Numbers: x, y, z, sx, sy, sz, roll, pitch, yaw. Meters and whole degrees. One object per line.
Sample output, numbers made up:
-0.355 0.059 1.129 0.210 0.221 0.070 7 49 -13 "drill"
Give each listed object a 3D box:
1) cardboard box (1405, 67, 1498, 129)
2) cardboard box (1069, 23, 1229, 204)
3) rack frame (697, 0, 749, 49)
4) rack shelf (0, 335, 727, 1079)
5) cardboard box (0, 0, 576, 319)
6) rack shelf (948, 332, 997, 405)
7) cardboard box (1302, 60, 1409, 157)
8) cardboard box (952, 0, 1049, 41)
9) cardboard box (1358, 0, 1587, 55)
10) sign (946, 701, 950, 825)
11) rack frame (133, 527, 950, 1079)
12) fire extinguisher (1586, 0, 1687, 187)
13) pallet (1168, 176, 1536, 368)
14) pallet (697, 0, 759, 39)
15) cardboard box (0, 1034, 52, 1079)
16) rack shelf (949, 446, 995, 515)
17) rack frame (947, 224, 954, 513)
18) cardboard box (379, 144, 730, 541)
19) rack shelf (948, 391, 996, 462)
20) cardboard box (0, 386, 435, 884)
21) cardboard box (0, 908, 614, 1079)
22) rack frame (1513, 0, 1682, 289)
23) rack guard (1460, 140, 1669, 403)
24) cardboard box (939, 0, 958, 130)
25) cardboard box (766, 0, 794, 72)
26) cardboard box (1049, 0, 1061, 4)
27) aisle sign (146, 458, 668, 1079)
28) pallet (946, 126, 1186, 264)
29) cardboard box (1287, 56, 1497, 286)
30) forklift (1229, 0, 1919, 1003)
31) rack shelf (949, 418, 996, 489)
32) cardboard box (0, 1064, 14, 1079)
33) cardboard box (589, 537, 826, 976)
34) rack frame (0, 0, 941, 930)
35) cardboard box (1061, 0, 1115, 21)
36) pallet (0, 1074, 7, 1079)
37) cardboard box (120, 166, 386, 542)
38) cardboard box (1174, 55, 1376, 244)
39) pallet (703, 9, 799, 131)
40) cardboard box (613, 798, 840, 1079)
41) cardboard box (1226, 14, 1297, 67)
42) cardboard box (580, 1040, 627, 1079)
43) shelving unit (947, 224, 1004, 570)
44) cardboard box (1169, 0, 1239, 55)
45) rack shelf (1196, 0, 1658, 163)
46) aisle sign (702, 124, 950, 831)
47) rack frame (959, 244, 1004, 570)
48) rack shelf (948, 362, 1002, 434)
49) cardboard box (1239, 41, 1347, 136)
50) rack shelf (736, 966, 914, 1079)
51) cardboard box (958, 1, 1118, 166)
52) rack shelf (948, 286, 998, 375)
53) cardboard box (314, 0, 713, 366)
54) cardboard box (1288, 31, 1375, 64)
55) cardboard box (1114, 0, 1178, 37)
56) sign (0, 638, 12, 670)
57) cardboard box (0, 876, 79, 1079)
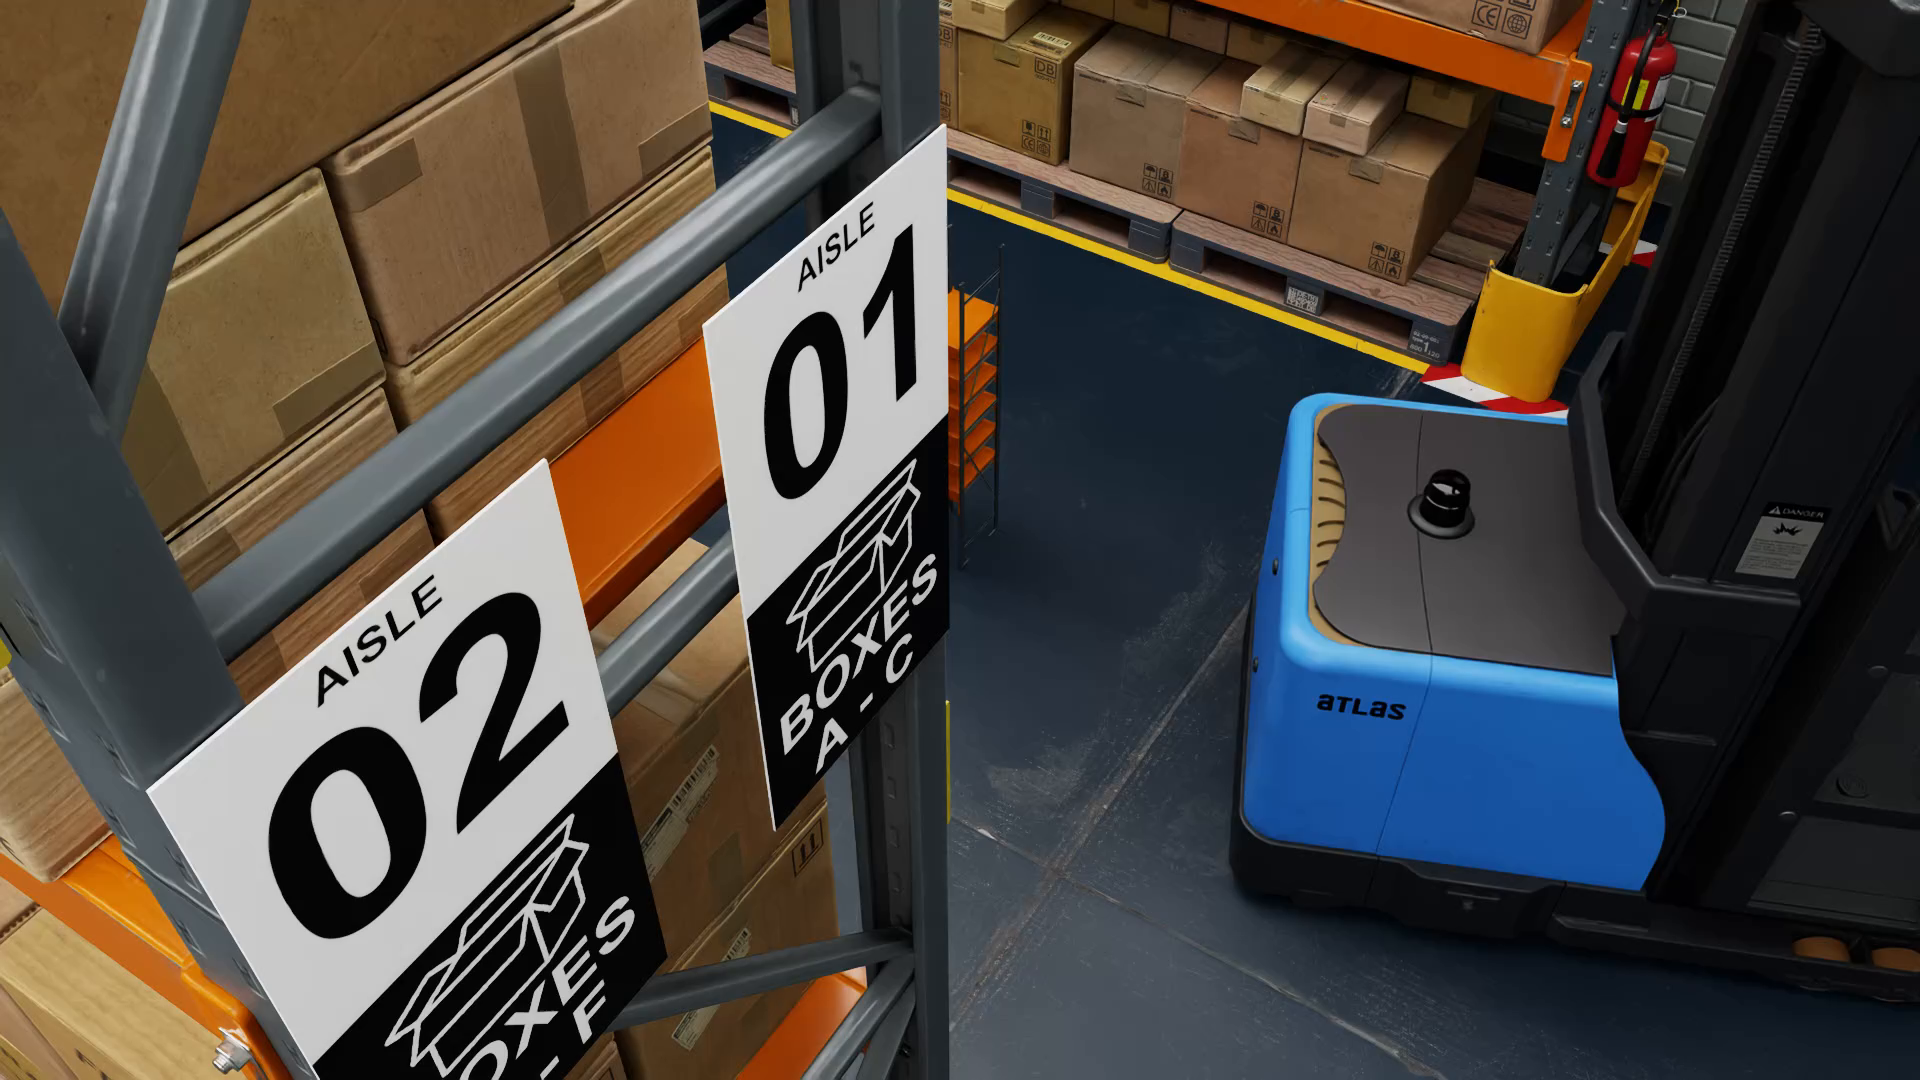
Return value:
1.903 -1.755 6.361 0.250 0.149 0.380 25 51 22 "cardboard box"
0.845 -1.844 6.901 0.500 0.500 0.700 23 50 21 "cardboard box"
-1.034 -3.519 7.078 0.127 3.000 1.000 25 51 22 "rack frame"
-2.021 -0.547 2.600 4.000 0.370 1.077 25 51 22 "rack shelf"
-0.779 -0.596 1.379 0.500 0.500 0.700 25 51 22 "cardboard box"
-0.012 -0.560 5.185 0.180 0.103 0.258 25 51 22 "rack shelf"
1.484 -1.622 6.232 0.250 0.149 0.380 24 51 22 "cardboard box"
0.170 -2.224 6.818 0.250 0.149 0.380 23 50 21 "cardboard box"
1.899 -2.266 5.651 0.700 0.700 0.980 27 52 24 "cardboard box"
-0.045 0.392 2.674 0.005 0.325 0.100 25 51 22 "sign"
-0.338 1.022 2.666 0.127 3.000 1.000 25 51 22 "rack frame"
2.211 -1.476 5.407 0.183 0.674 0.296 25 51 22 "fire extinguisher"
1.618 -1.261 6.828 1.213 0.211 1.003 25 51 22 "pallet"
-1.724 -2.800 8.324 1.213 0.211 1.003 25 51 22 "pallet"
-1.300 0.779 2.832 0.500 0.500 0.500 25 51 22 "cardboard box"
-0.012 -0.226 5.529 0.180 0.103 0.258 25 51 22 "rack shelf"
-0.089 -0.459 5.360 0.006 1.200 0.240 25 51 22 "rack frame"
-0.633 -0.324 1.986 0.500 0.250 0.500 25 51 22 "cardboard box"
-0.012 -0.393 5.357 0.180 0.103 0.258 25 51 22 "rack shelf"
-0.913 -0.011 1.682 0.500 0.250 0.500 25 51 22 "cardboard box"
-0.861 0.632 2.277 0.500 0.500 0.500 24 51 22 "cardboard box"
2.333 -1.970 5.573 0.127 3.000 1.000 25 51 22 "rack frame"
2.353 -1.090 6.460 0.348 0.500 1.175 25 51 22 "rack guard"
-0.039 -2.246 7.291 0.500 0.500 0.700 24 51 22 "cardboard box"
-0.460 -2.443 7.482 0.500 0.500 0.700 25 51 23 "cardboard box"
0.404 -2.442 7.029 0.250 0.149 0.380 25 51 22 "cardboard box"
-0.446 0.327 1.528 0.004 0.787 0.394 25 51 22 "aisle sign"
0.595 -1.734 7.288 1.213 0.211 1.003 25 51 22 "pallet"
1.690 -1.456 6.524 0.500 0.500 0.700 25 51 22 "cardboard box"
2.335 -0.179 3.880 3.031 2.935 1.130 7 46 7 "forklift"
-0.012 -0.309 5.443 0.180 0.103 0.258 25 51 22 "rack shelf"
-1.718 0.582 3.023 0.500 0.500 0.500 25 51 22 "cardboard box"
-0.569 0.307 2.593 0.500 0.500 0.500 26 51 23 "cardboard box"
-0.338 -1.069 0.514 0.127 3.000 1.000 25 51 22 "rack frame"
0.622 -2.343 6.933 0.250 0.149 0.380 24 50 21 "cardboard box"
-2.096 1.183 4.453 1.213 0.211 1.003 25 51 22 "pallet"
-0.908 -0.191 1.508 0.500 0.250 0.500 25 51 22 "cardboard box"
1.269 -1.650 6.712 0.500 0.500 0.700 25 51 22 "cardboard box"
-0.436 -2.206 7.746 1.213 0.211 1.003 25 51 22 "pallet"
-0.569 0.656 2.952 0.500 0.500 0.500 26 51 23 "cardboard box"
1.266 -2.047 6.646 0.250 0.149 0.380 25 51 22 "cardboard box"
-0.862 0.978 2.639 0.500 0.500 0.500 26 51 23 "cardboard box"
-0.012 -0.424 5.325 0.189 1.200 0.258 25 51 22 "shelving unit"
1.051 -2.145 6.741 0.250 0.149 0.380 25 51 23 "cardboard box"
0.650 -2.494 6.584 4.000 0.370 1.077 25 51 22 "rack shelf"
-0.122 -0.035 1.880 0.004 0.787 0.394 25 51 22 "aisle sign"
0.065 -0.388 5.291 0.006 1.200 0.240 25 51 22 "rack frame"
-0.012 -0.476 5.271 0.180 0.103 0.258 25 51 22 "rack shelf"
1.268 -1.720 6.328 0.250 0.149 0.380 26 51 23 "cardboard box"
-2.021 0.498 3.676 4.000 0.370 1.077 25 51 22 "rack shelf"
0.392 -2.046 7.097 0.500 0.500 0.700 26 51 23 "cardboard box"
-0.012 -0.644 5.099 0.180 0.103 0.258 25 51 22 "rack shelf"
-0.630 -0.502 1.810 0.500 0.250 0.500 25 51 22 "cardboard box"
1.476 -1.950 6.551 0.250 0.149 0.380 25 51 22 "cardboard box"
0.835 -2.244 6.837 0.250 0.149 0.380 25 51 22 "cardboard box"
-0.654 -0.005 0.954 0.005 0.325 0.100 25 51 22 "sign"
-1.287 0.437 2.467 0.500 0.500 0.500 26 51 23 "cardboard box"
